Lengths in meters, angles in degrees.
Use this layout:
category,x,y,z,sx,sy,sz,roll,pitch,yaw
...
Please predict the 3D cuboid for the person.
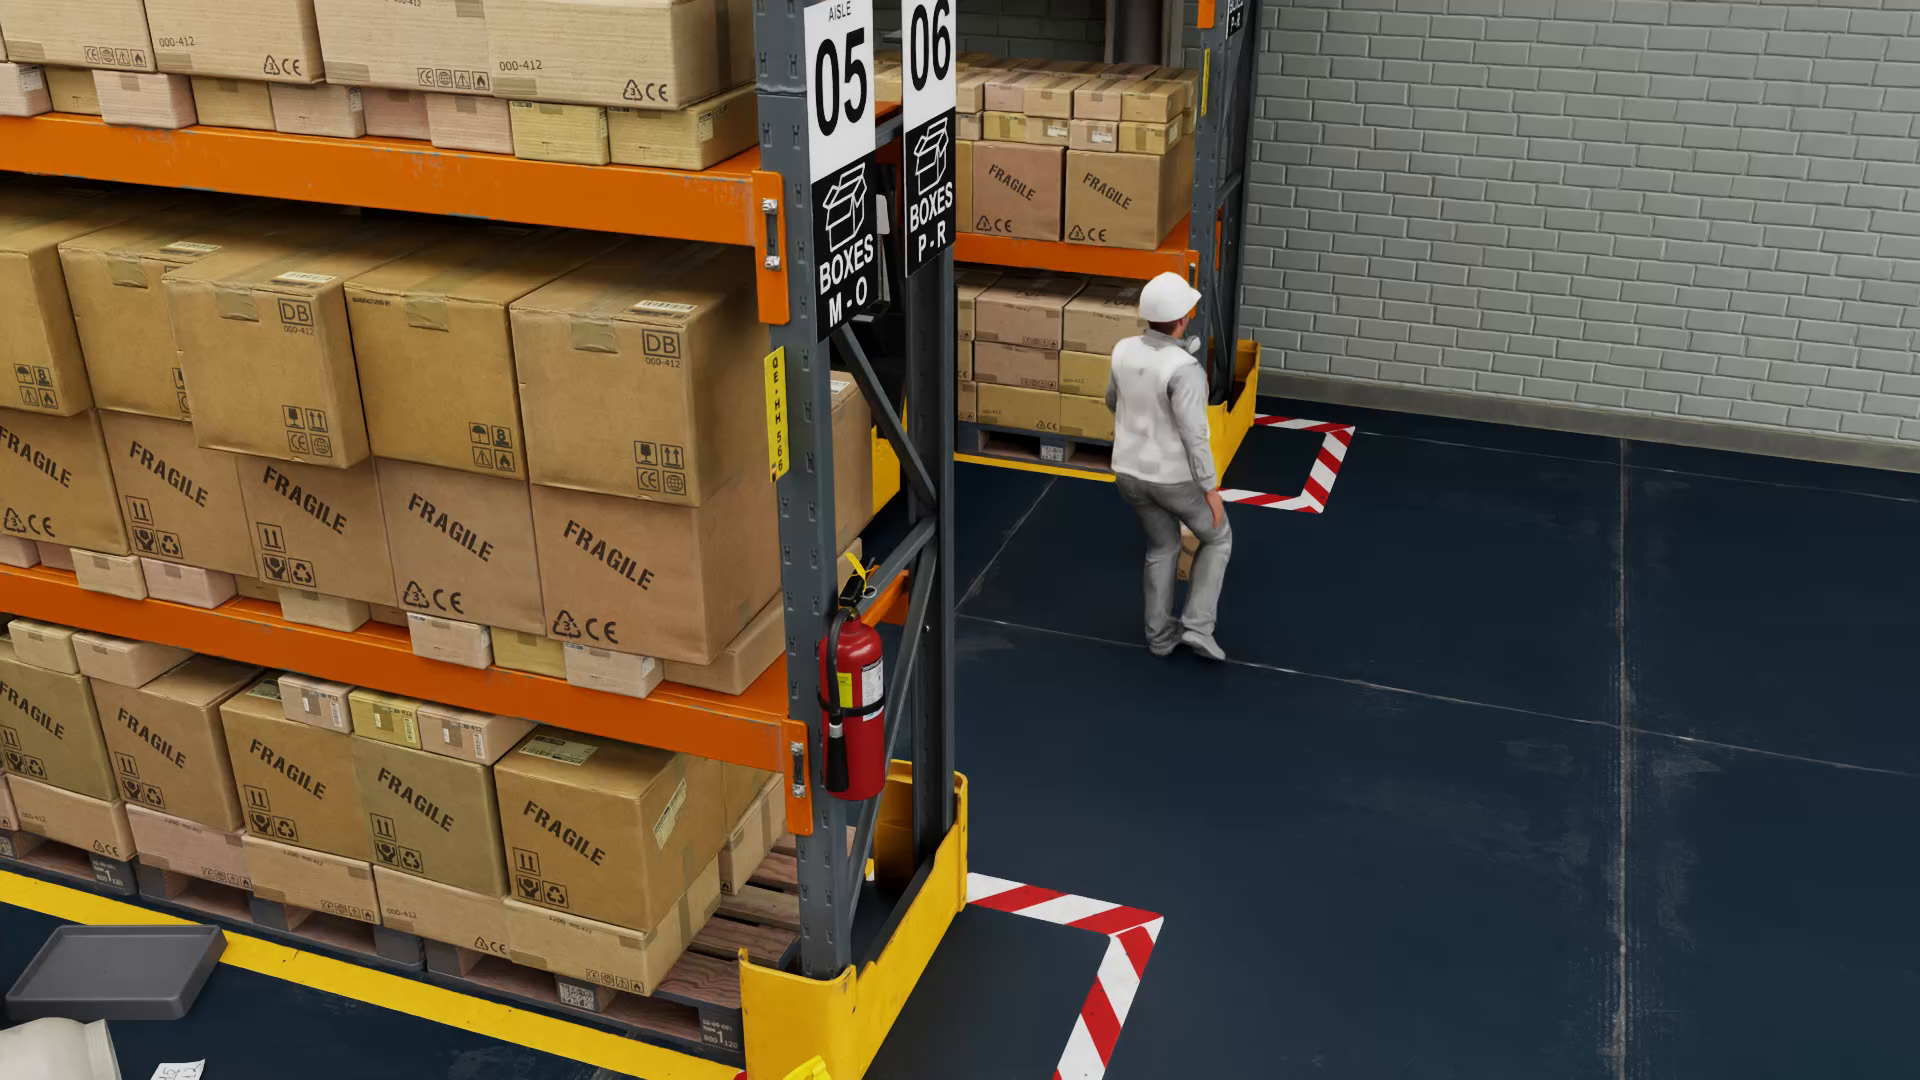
category,x,y,z,sx,sy,sz,roll,pitch,yaw
person,0.958,-0.312,7.307,0.697,1.789,0.529,23,34,39
